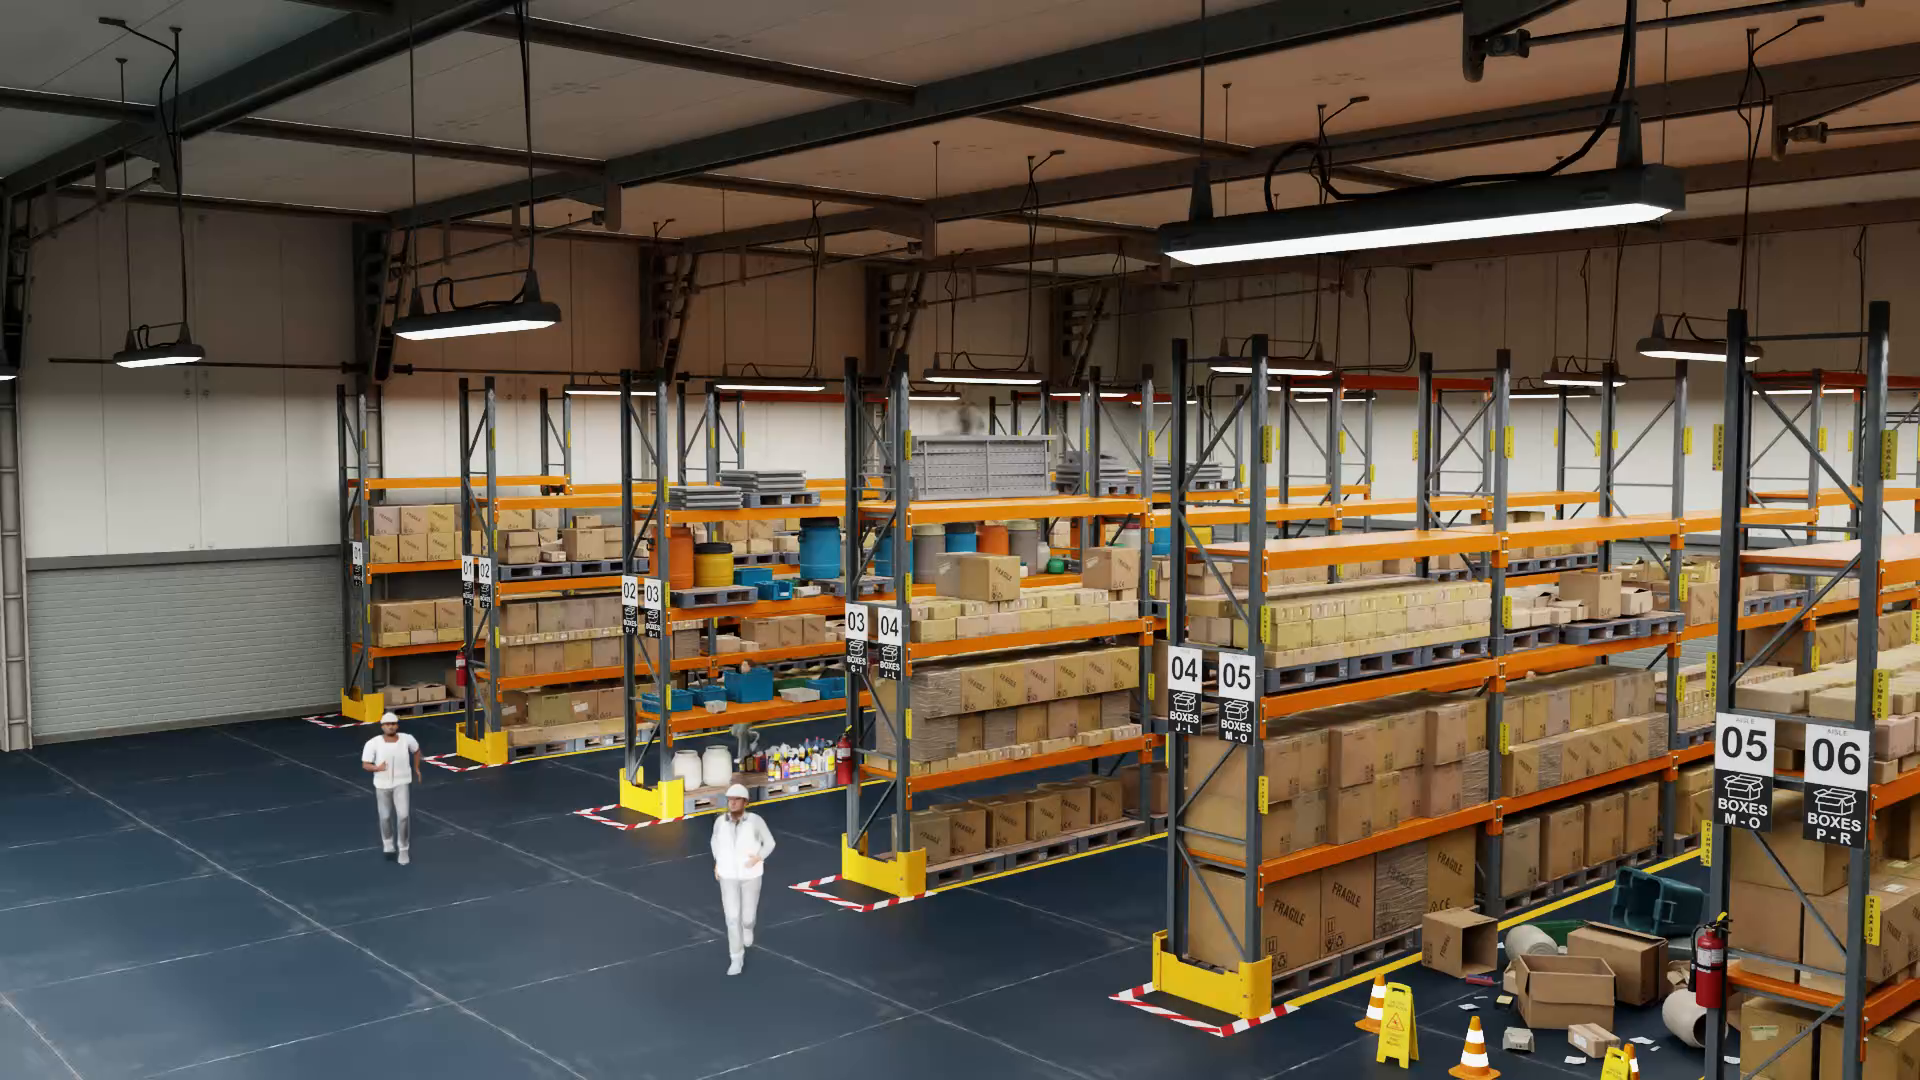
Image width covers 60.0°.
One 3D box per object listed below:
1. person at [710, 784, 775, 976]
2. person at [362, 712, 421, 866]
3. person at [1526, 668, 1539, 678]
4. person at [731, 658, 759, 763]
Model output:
[{"bbox_3d":[-2.114,3.239,16.106,0.656,1.771,0.792,0,4,3],"label":"person"},{"bbox_3d":[-6.810,2.973,19.947,0.668,1.827,0.766,-1,4,-19],"label":"person"},{"bbox_3d":[8.424,2.711,24.653,0.555,1.636,0.619,3,5,39],"label":"person"},{"bbox_3d":[-3.309,2.650,25.928,0.580,1.624,0.585,3,5,34],"label":"person"}]
